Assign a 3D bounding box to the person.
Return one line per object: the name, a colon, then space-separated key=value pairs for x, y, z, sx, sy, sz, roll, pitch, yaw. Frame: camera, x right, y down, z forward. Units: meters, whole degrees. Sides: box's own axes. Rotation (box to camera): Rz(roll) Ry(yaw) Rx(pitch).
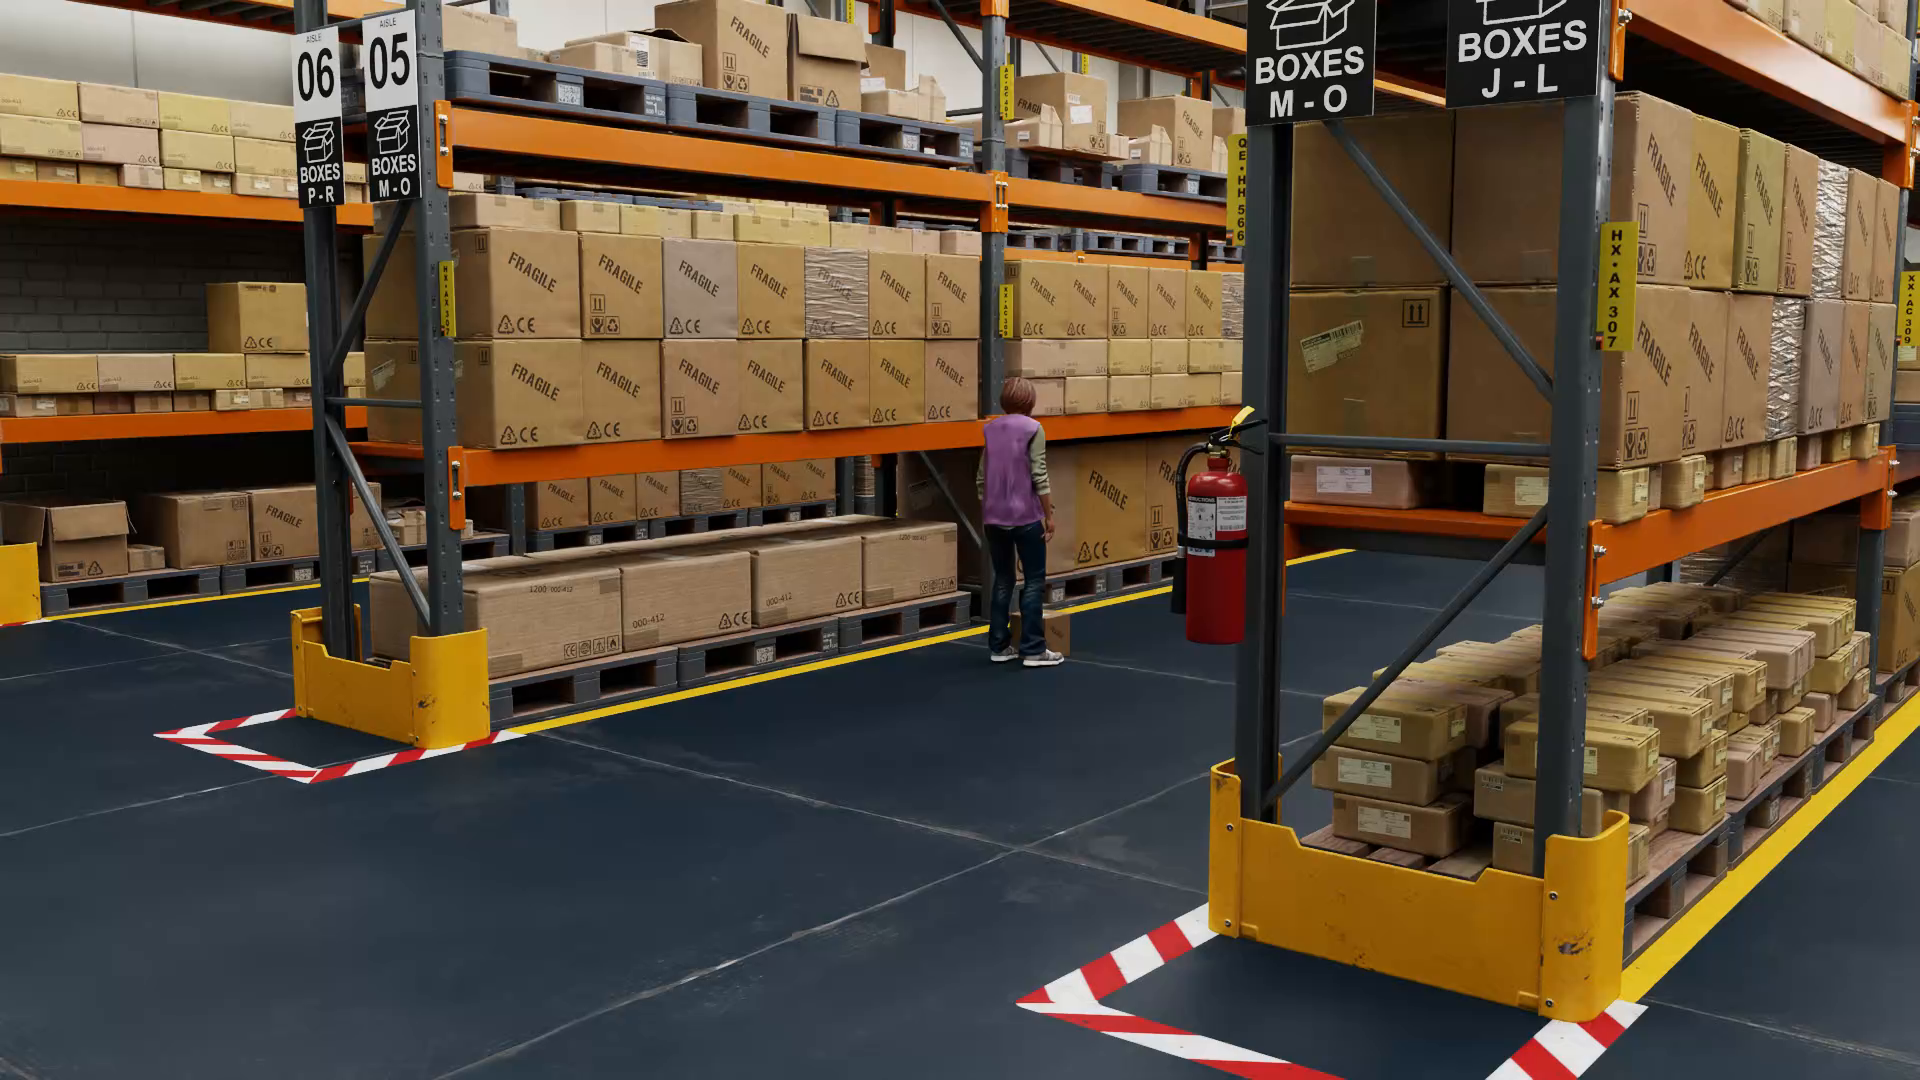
person: x=0.311 y=-0.102 z=9.217 sx=0.483 sy=1.592 sz=0.349 roll=5 pitch=8 yaw=35
